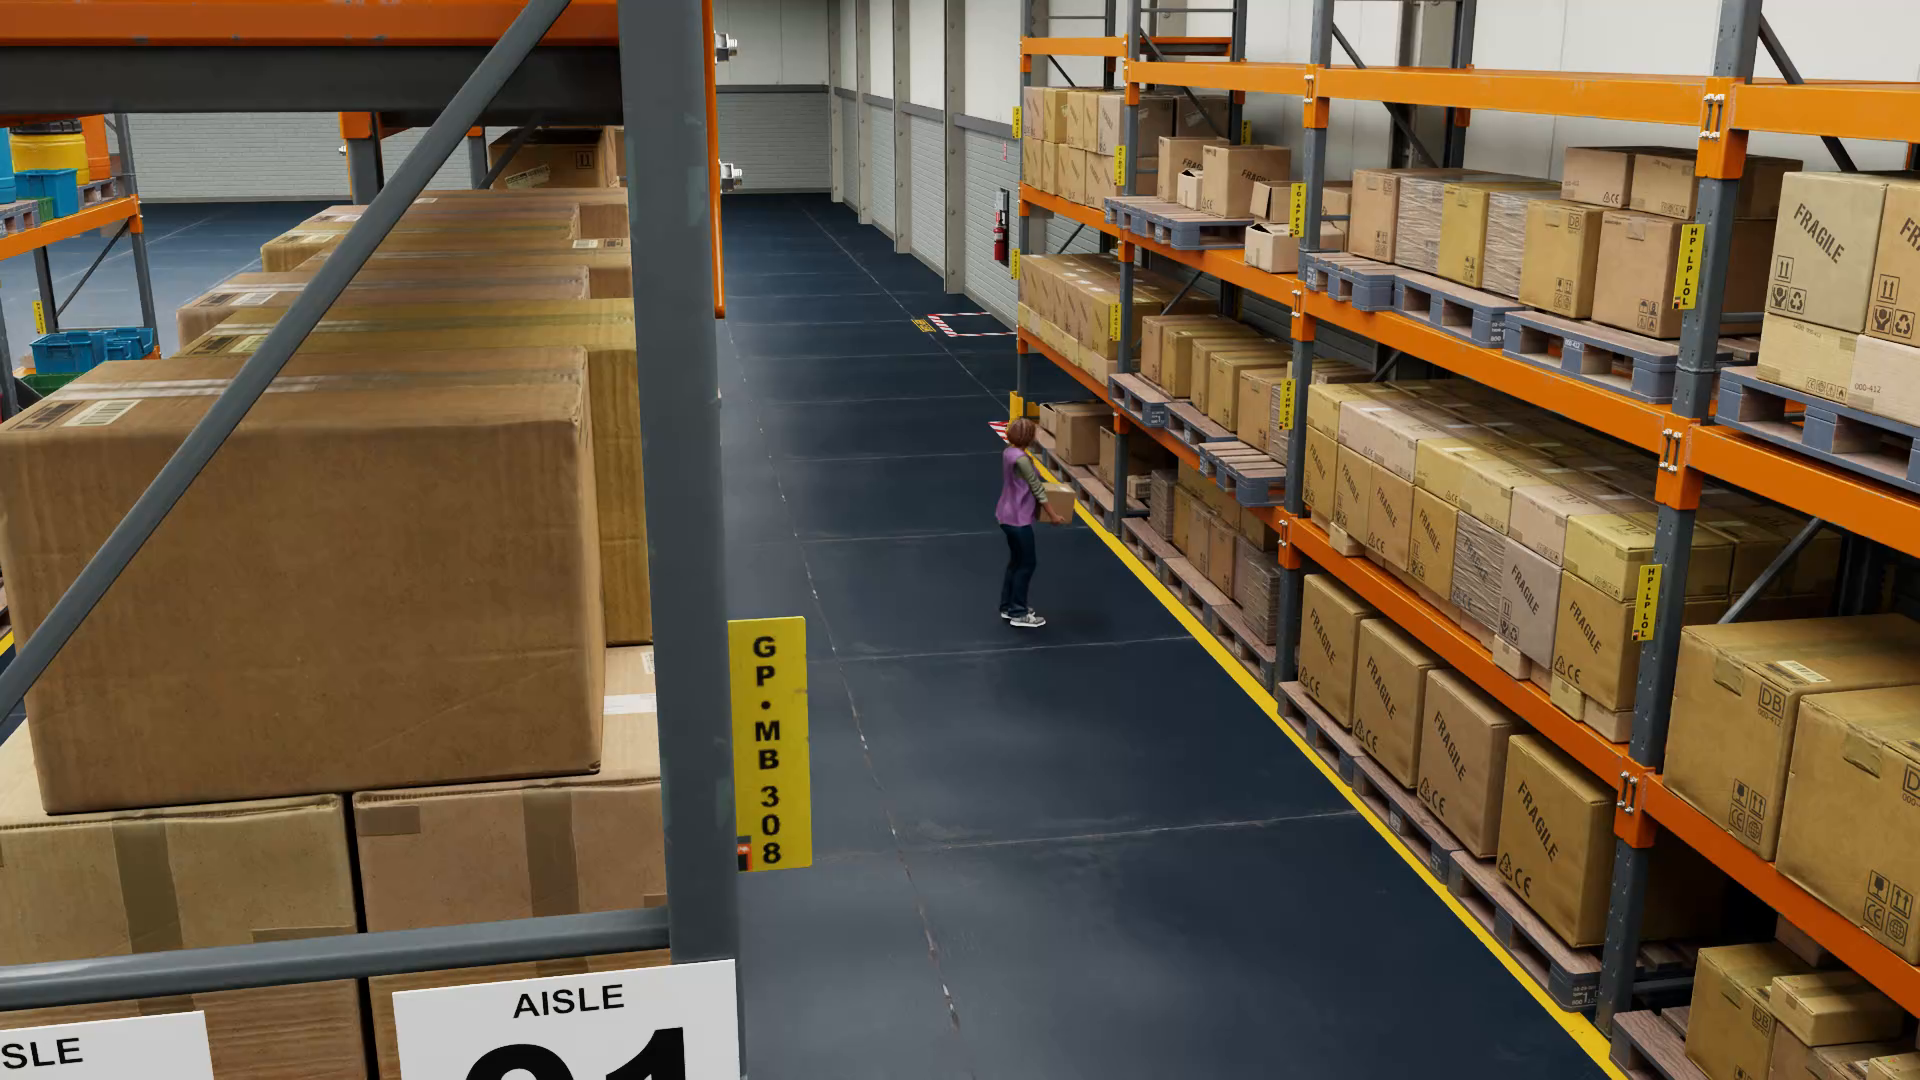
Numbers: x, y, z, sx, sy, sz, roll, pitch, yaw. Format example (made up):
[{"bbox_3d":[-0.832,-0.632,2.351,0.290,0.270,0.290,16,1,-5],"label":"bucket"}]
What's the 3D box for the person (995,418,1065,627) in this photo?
[{"bbox_3d":[0.518,-0.137,12.534,0.503,1.592,0.375,-3,17,-11],"label":"person"}]
